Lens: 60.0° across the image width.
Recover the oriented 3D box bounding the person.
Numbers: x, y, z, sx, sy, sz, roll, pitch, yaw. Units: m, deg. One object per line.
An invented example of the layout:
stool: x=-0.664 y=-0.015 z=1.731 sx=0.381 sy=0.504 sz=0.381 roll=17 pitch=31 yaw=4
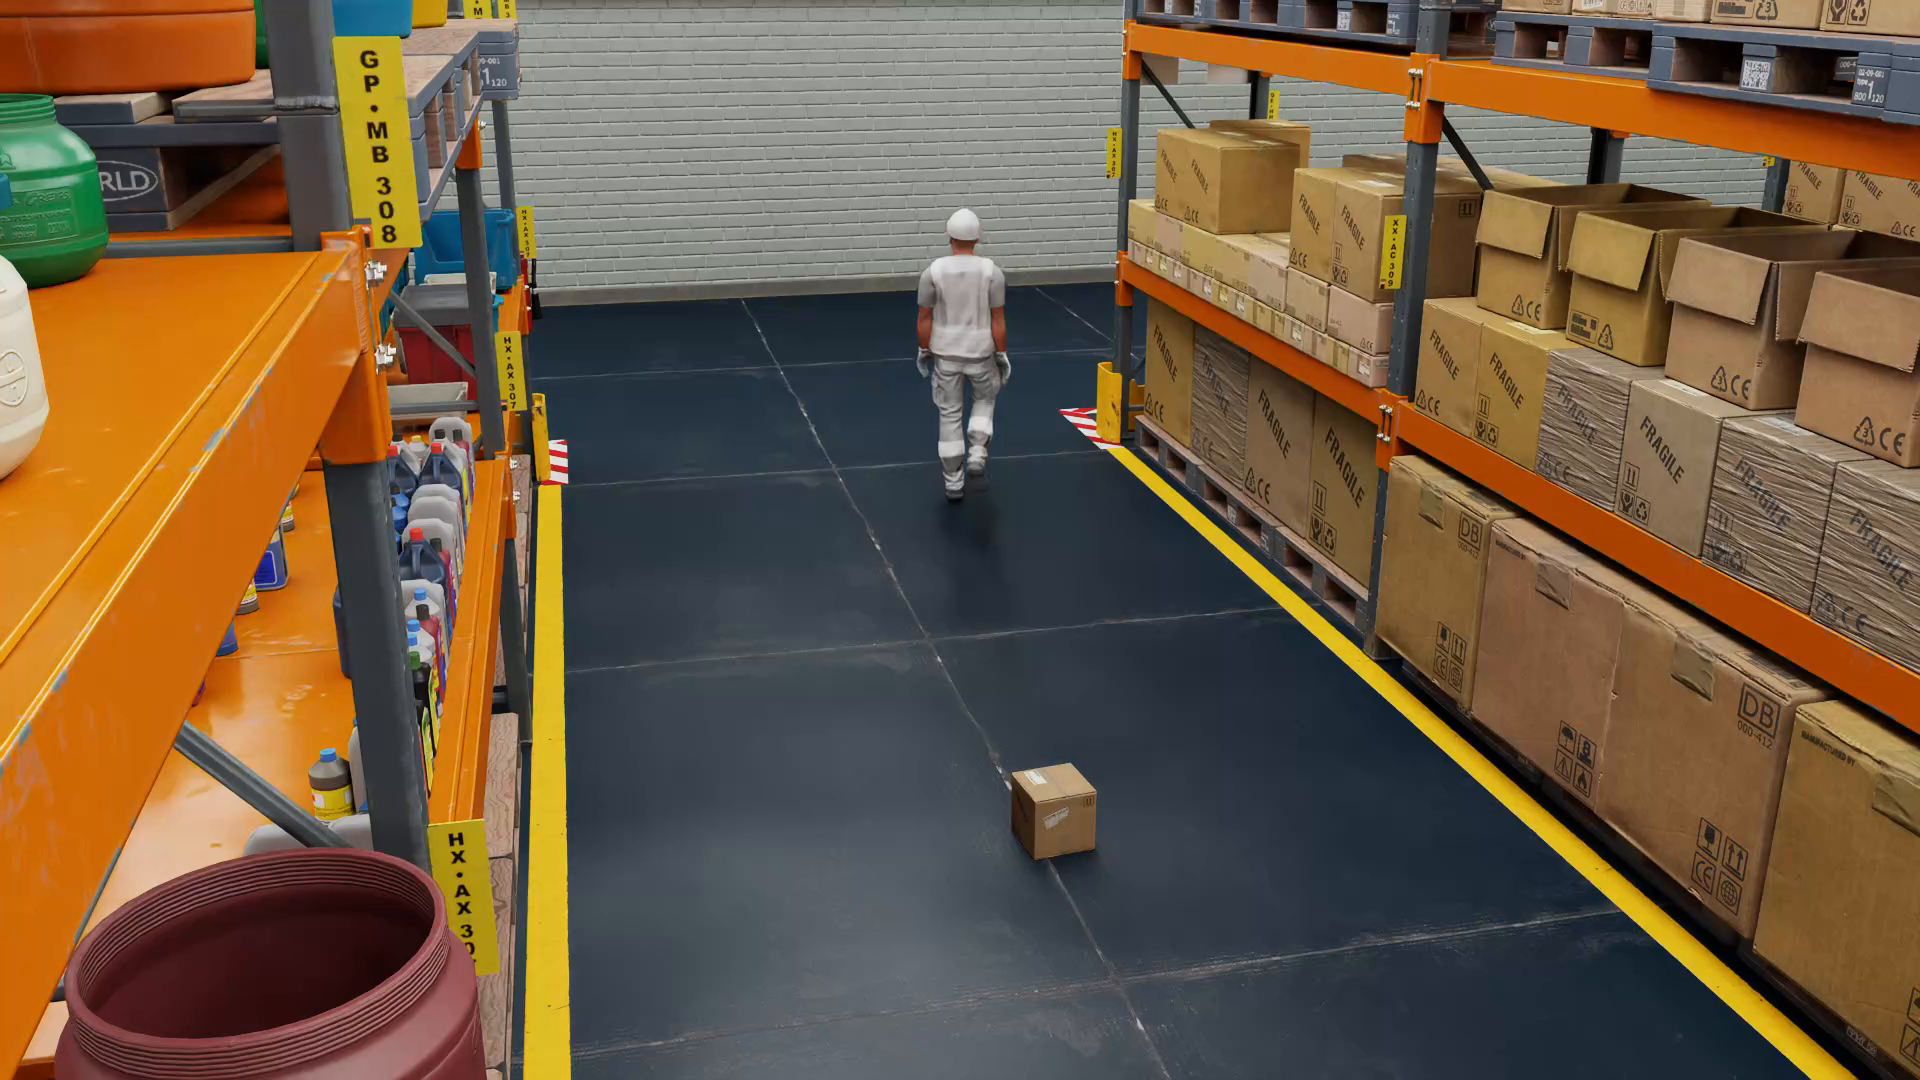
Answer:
person: x=0.022 y=-1.146 z=10.214 sx=0.578 sy=1.788 sz=0.467 roll=0 pitch=19 yaw=0
